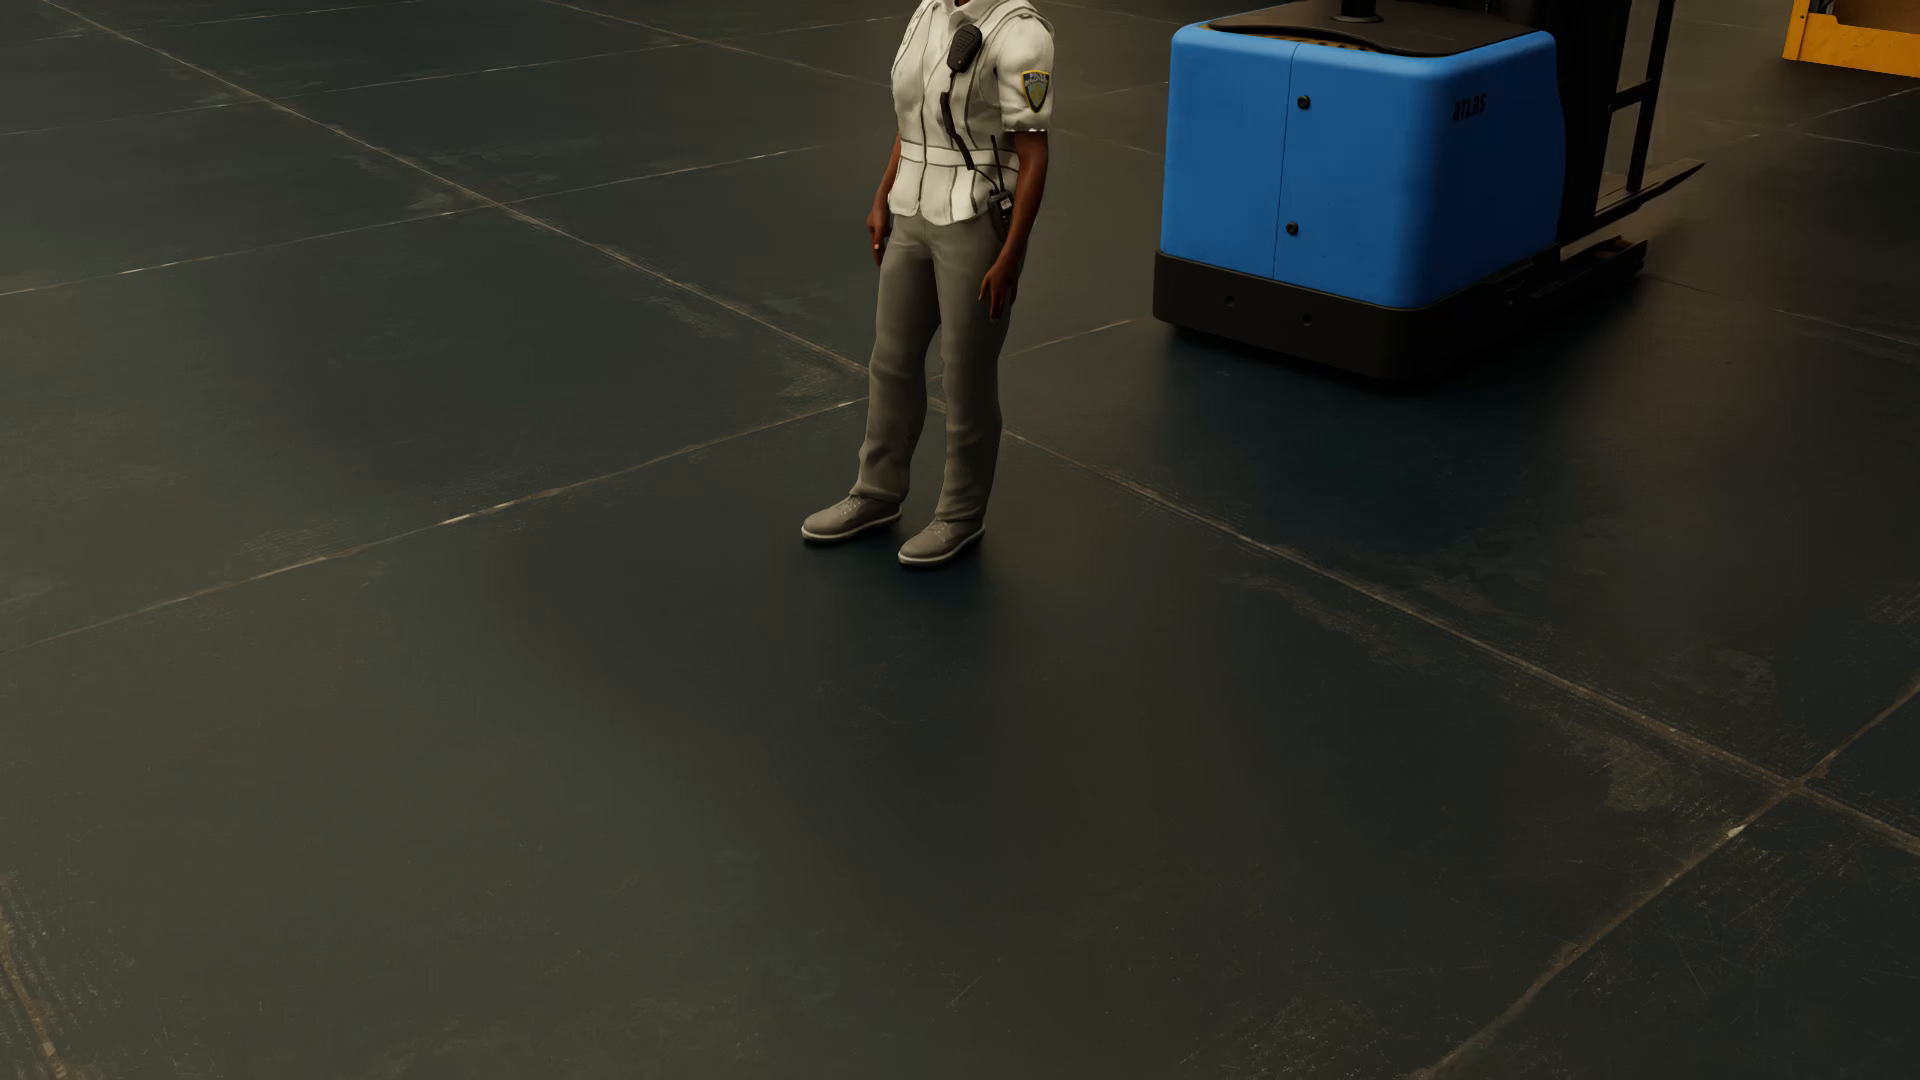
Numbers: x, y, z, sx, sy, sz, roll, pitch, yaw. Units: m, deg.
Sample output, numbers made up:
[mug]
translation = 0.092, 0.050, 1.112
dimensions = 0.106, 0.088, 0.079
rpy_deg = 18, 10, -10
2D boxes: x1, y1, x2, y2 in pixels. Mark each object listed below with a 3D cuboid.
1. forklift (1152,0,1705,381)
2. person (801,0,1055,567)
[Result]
[forklift]
translation = 2.050, -2.398, 6.037
dimensions = 1.130, 2.935, 3.031
rpy_deg = 22, 34, 37
[person]
translation = -0.070, -0.751, 4.091
dimensions = 0.528, 1.697, 0.570
rpy_deg = -20, 33, -35
